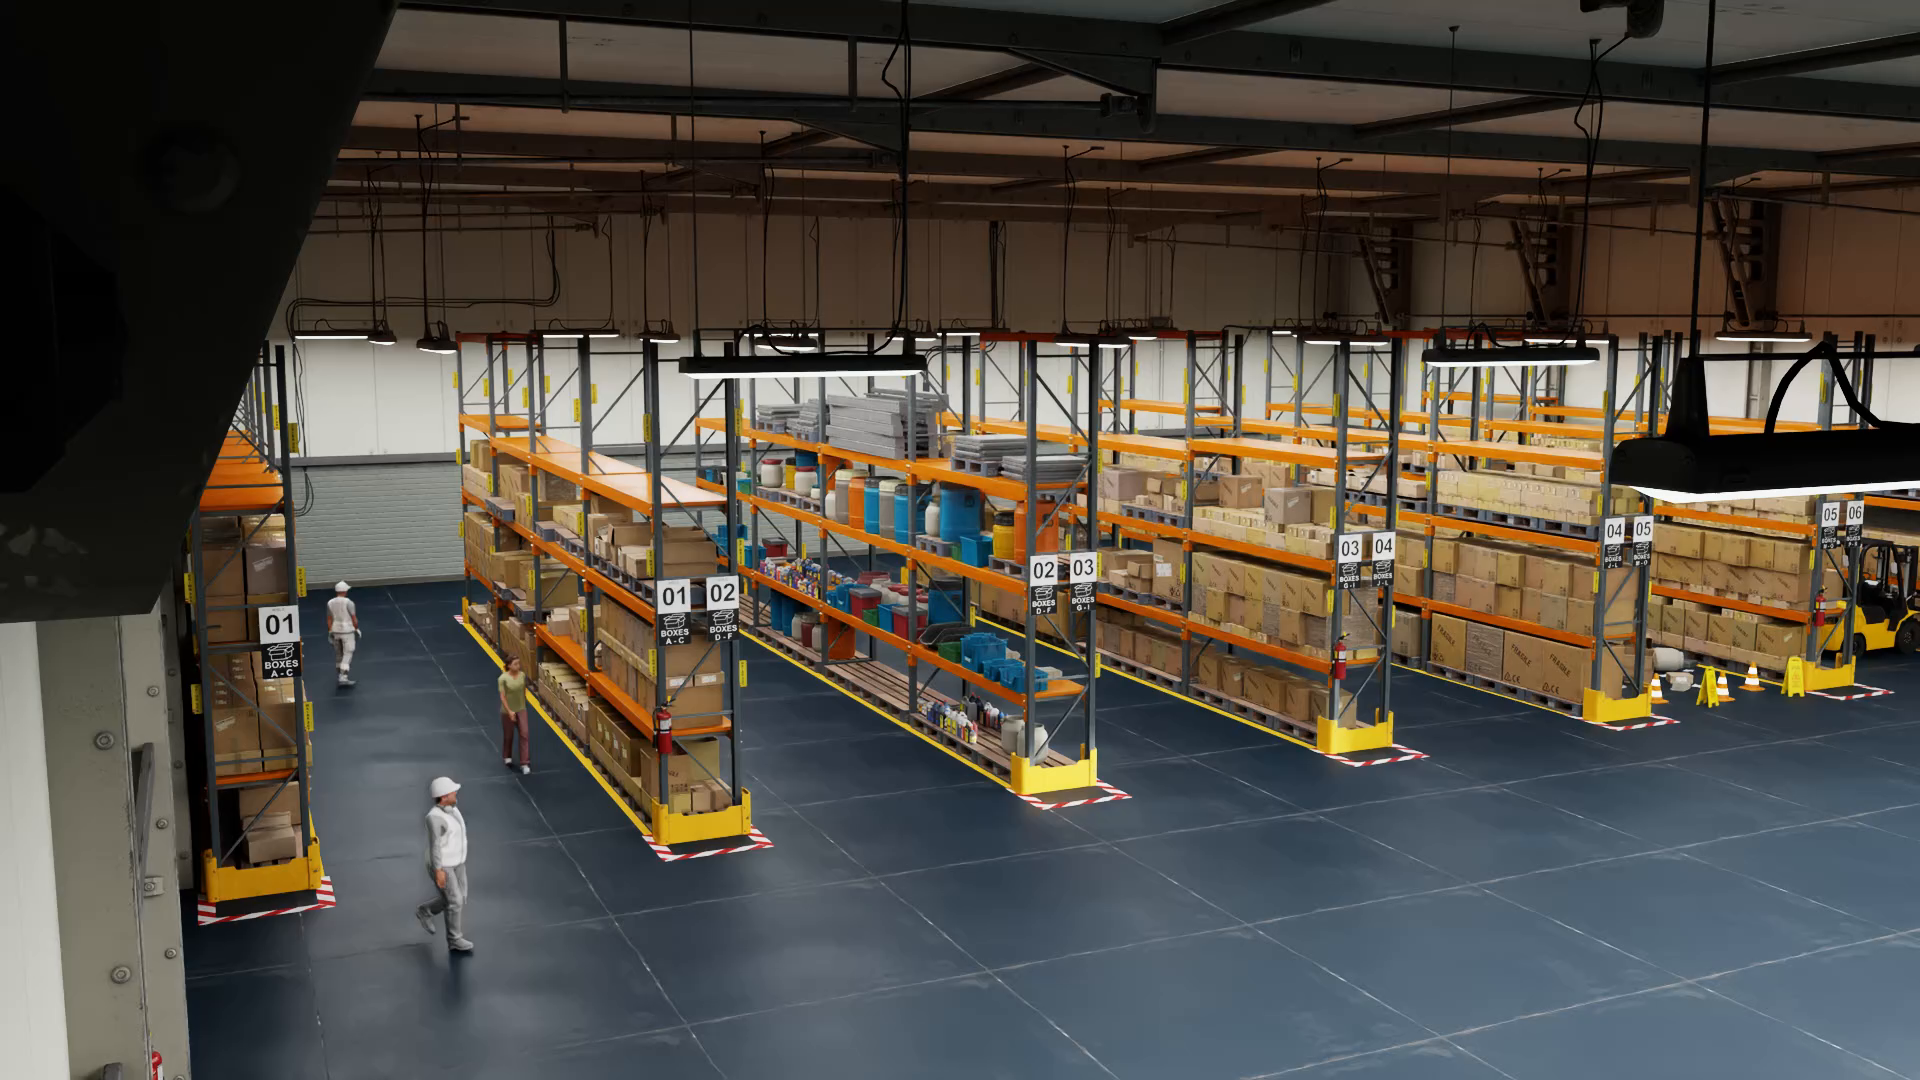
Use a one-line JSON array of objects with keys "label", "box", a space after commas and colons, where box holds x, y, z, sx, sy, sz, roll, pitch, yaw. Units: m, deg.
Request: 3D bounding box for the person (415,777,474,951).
[{"label": "person", "box": [-5.202, 3.215, 16.657, 0.736, 1.756, 0.536, 2, 8, 15]}]

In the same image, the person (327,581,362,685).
[{"label": "person", "box": [-10.616, 1.602, 28.616, 0.582, 1.787, 0.733, 2, 8, 16]}]

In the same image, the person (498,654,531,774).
[{"label": "person", "box": [-6.211, 2.393, 23.226, 0.437, 1.614, 0.961, -5, 9, -33]}]
